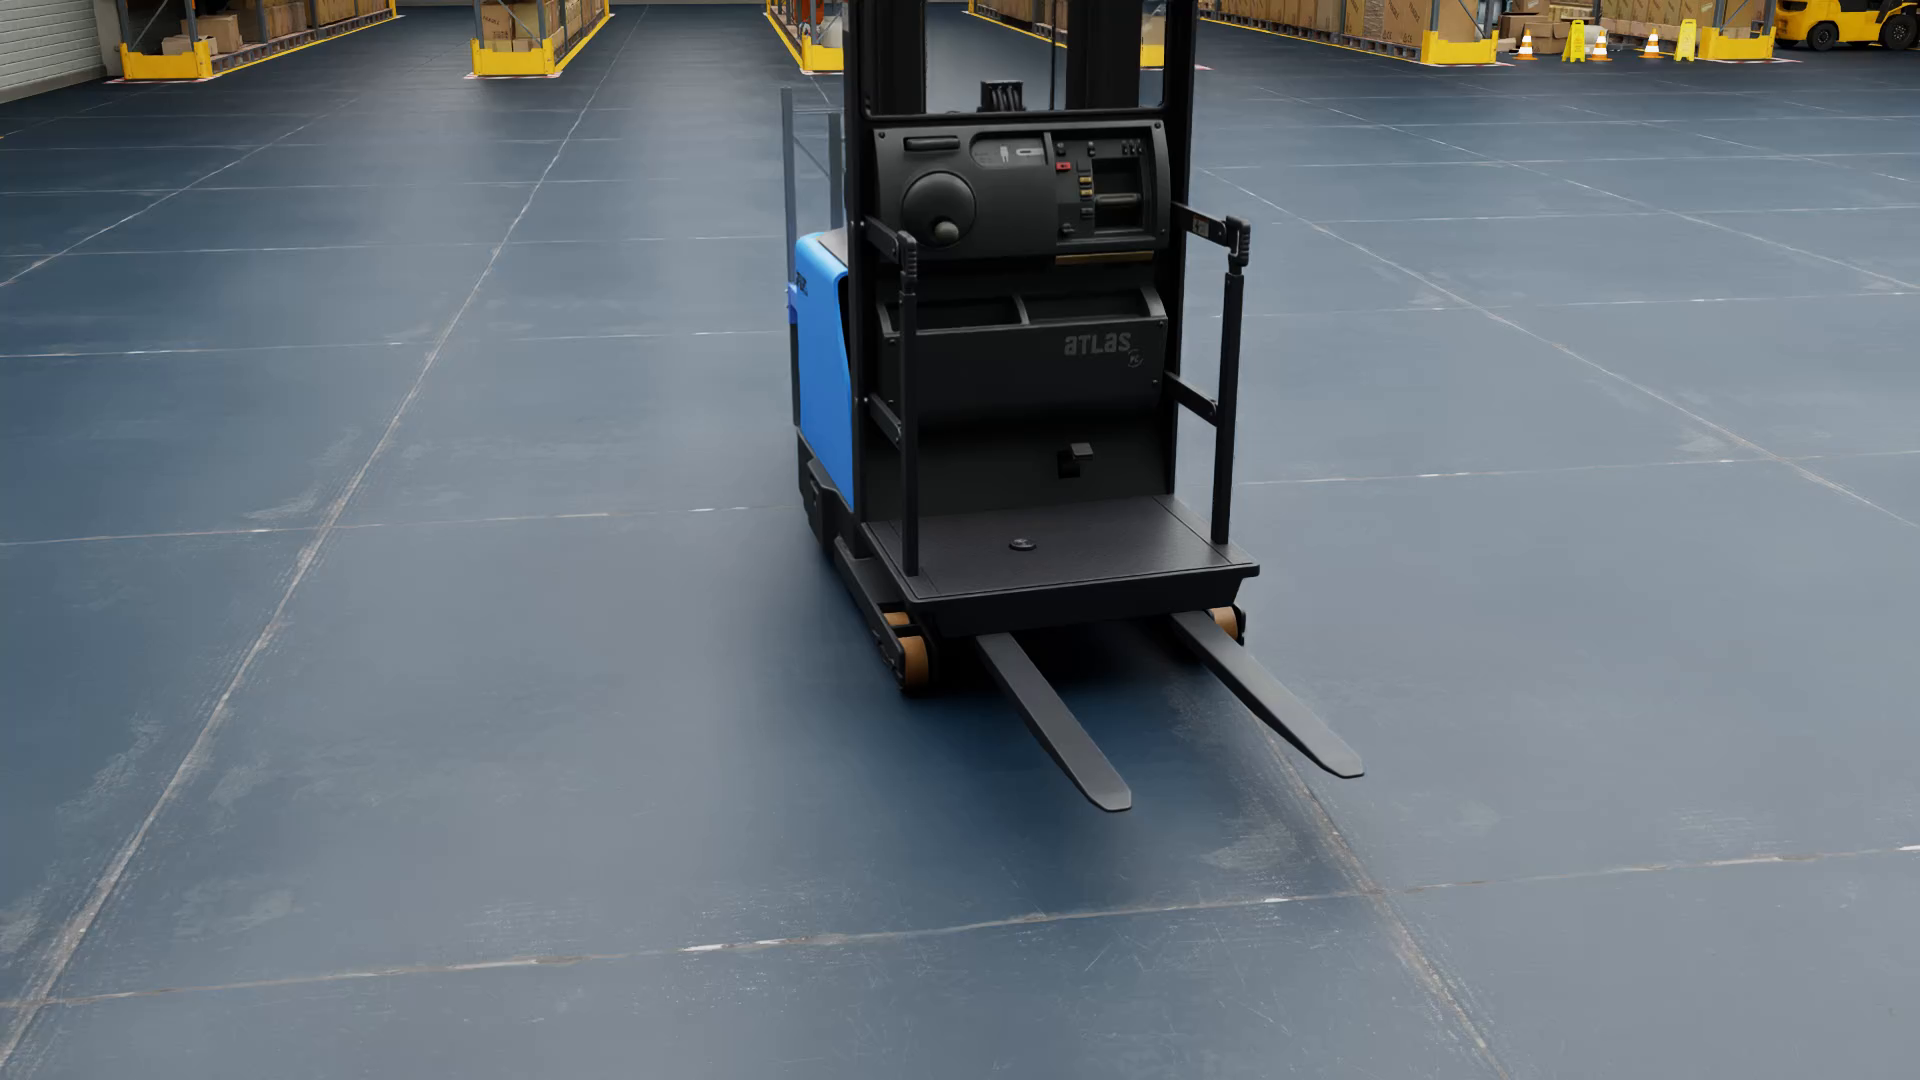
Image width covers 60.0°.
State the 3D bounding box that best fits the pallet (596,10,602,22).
[{"bbox_3d":[-8.692,-11.924,37.839,1.003,0.211,1.213,-3,21,-8],"label":"pallet"}]

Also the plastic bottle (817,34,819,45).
[{"bbox_3d":[-2.390,-8.321,27.579,0.097,0.201,0.097,0,20,0],"label":"plastic bottle"}]

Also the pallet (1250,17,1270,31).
[{"bbox_3d":[6.776,-10.862,34.996,1.003,0.211,1.213,-3,21,-8],"label":"pallet"}]

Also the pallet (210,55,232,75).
[{"bbox_3d":[-11.680,-7.166,25.101,1.003,0.211,1.213,-3,21,-8],"label":"pallet"}]

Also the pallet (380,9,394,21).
[{"bbox_3d":[-13.700,-12.123,38.374,1.003,0.211,1.213,-3,21,-8],"label":"pallet"}]

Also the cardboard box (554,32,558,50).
[{"bbox_3d":[-6.757,-8.039,26.783,0.500,0.250,0.500,-3,21,-8],"label":"cardboard box"}]

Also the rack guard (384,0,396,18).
[{"bbox_3d":[-13.897,-12.540,39.077,1.175,0.500,0.348,-3,21,-8],"label":"rack guard"}]

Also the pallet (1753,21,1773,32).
[{"bbox_3d":[16.935,-10.419,33.810,1.003,0.211,1.213,-3,21,-8],"label":"pallet"}]

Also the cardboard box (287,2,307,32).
[{"bbox_3d":[-12.585,-9.721,30.901,0.700,0.500,0.500,-3,21,-7],"label":"cardboard box"}]

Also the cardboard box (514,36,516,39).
[{"bbox_3d":[-7.139,-7.666,25.784,0.500,0.250,0.500,-3,21,-8],"label":"cardboard box"}]

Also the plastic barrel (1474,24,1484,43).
[{"bbox_3d":[9.146,-8.990,29.682,0.512,0.421,0.421,12,24,30],"label":"plastic barrel"}]

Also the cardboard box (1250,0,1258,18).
[{"bbox_3d":[6.463,-11.318,35.204,0.500,0.500,0.500,-2,21,-6],"label":"cardboard box"}]

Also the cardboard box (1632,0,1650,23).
[{"bbox_3d":[12.328,-9.475,29.555,0.500,0.500,0.500,-2,21,-5],"label":"cardboard box"}]

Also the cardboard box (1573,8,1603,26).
[{"bbox_3d":[12.270,-9.944,31.710,0.950,0.372,0.625,-3,21,-7],"label":"cardboard box"}]

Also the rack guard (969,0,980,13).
[{"bbox_3d":[0.808,-13.289,41.083,1.175,0.500,0.348,-3,21,-8],"label":"rack guard"}]

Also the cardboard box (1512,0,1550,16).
[{"bbox_3d":[10.591,-9.881,30.874,0.500,0.500,0.500,-3,21,-8],"label":"cardboard box"}]

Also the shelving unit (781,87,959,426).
[{"bbox_3d":[-0.386,-1.085,6.977,0.538,1.500,1.048,-6,21,-15],"label":"shelving unit"}]

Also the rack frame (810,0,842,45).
[{"bbox_3d":[-1.783,-8.663,25.123,1.000,3.000,0.127,-3,21,-8],"label":"rack frame"}]

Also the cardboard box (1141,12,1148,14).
[{"bbox_3d":[2.853,-8.578,27.869,0.500,0.500,0.500,-1,21,-3],"label":"cardboard box"}]

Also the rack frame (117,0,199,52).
[{"bbox_3d":[-11.587,-8.163,23.785,1.000,3.000,0.127,-3,21,-8],"label":"rack frame"}]

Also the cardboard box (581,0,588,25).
[{"bbox_3d":[-7.621,-10.391,32.694,0.500,0.500,0.500,-2,21,-5],"label":"cardboard box"}]

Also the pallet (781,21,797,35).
[{"bbox_3d":[-3.091,-10.397,33.752,1.003,0.211,1.213,-3,21,-8],"label":"pallet"}]

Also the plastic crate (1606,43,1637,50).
[{"bbox_3d":[11.763,-8.845,29.782,0.402,0.080,0.583,-11,23,-26],"label":"plastic crate"}]

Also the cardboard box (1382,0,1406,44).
[{"bbox_3d":[7.749,-8.865,28.101,0.875,0.875,0.875,-3,21,-9],"label":"cardboard box"}]

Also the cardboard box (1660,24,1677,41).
[{"bbox_3d":[12.475,-8.767,28.732,0.500,0.250,0.500,-3,21,-8],"label":"cardboard box"}]

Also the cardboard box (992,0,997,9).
[{"bbox_3d":[1.243,-12.813,38.671,0.875,0.875,0.875,-3,21,-8],"label":"cardboard box"}]

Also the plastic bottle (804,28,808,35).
[{"bbox_3d":[-2.517,-8.250,27.270,0.061,0.283,0.133,-2,21,-6],"label":"plastic bottle"}]

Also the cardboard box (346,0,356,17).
[{"bbox_3d":[-13.094,-11.289,34.627,0.750,0.750,0.750,-3,21,-7],"label":"cardboard box"}]

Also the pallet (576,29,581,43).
[{"bbox_3d":[-7.758,-9.591,31.593,1.003,0.211,1.213,-3,21,-8],"label":"pallet"}]

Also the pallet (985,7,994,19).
[{"bbox_3d":[1.177,-12.451,39.252,1.003,0.211,1.213,-3,21,-8],"label":"pallet"}]

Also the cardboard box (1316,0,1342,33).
[{"bbox_3d":[7.286,-9.866,30.959,1.050,0.750,0.750,-3,21,-8],"label":"cardboard box"}]

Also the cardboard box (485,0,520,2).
[{"bbox_3d":[-7.287,-8.363,26.579,0.500,0.500,0.500,-3,21,-8],"label":"cardboard box"}]

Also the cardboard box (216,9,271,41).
[{"bbox_3d":[-12.286,-8.837,28.533,0.700,0.500,0.500,-2,21,-6],"label":"cardboard box"}]

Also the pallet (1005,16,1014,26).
[{"bbox_3d":[1.574,-11.498,36.698,1.003,0.211,1.213,-3,21,-8],"label":"pallet"}]

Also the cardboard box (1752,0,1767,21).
[{"bbox_3d":[16.861,-11.076,34.377,0.875,0.625,0.625,-2,21,-6],"label":"cardboard box"}]

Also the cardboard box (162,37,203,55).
[{"bbox_3d":[-11.597,-7.354,24.832,0.500,0.311,0.500,-5,21,-14],"label":"cardboard box"}]

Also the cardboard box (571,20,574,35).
[{"bbox_3d":[-7.225,-9.216,29.934,0.500,0.250,0.500,-4,21,-9],"label":"cardboard box"}]

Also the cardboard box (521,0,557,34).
[{"bbox_3d":[-6.756,-8.390,26.652,0.500,0.500,0.500,-3,21,-8],"label":"cardboard box"}]

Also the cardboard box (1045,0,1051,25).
[{"bbox_3d":[2.081,-10.486,32.950,0.700,0.500,0.500,-4,21,-11],"label":"cardboard box"}]

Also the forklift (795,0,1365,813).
[{"bbox_3d":[0.257,-1.072,4.898,1.130,2.935,3.031,-6,21,-15],"label":"forklift"}]

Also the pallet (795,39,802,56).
[{"bbox_3d":[-2.304,-8.507,28.690,1.003,0.211,1.213,-3,21,-8],"label":"pallet"}]

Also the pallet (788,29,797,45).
[{"bbox_3d":[-2.690,-9.435,31.175,1.003,0.211,1.213,-3,21,-8],"label":"pallet"}]

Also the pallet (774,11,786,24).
[{"bbox_3d":[-3.657,-11.764,37.411,1.003,0.211,1.213,-3,21,-8],"label":"pallet"}]

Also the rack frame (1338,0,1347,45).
[{"bbox_3d":[7.464,-10.513,30.076,1.000,3.000,0.127,-3,21,-8],"label":"rack frame"}]

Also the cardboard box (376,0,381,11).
[{"bbox_3d":[-13.621,-12.318,37.882,0.700,0.500,0.500,-3,21,-8],"label":"cardboard box"}]

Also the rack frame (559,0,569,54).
[{"bbox_3d":[-7.262,-9.799,28.165,1.000,3.000,0.127,-3,21,-8],"label":"rack frame"}]

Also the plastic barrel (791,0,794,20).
[{"bbox_3d":[-3.187,-11.059,34.385,0.600,0.588,0.708,-3,21,-8],"label":"plastic barrel"}]

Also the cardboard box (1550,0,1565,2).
[{"bbox_3d":[15.524,-14.014,42.419,0.797,0.503,0.637,-4,21,-10],"label":"cardboard box"}]

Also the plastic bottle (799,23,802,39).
[{"bbox_3d":[-2.748,-8.843,28.876,0.097,0.271,0.097,0,20,0],"label":"plastic bottle"}]

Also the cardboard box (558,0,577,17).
[{"bbox_3d":[-7.368,-9.832,30.781,0.500,0.311,0.500,-3,21,-8],"label":"cardboard box"}]

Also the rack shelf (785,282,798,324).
[{"bbox_3d":[-0.386,-0.916,7.040,0.538,0.185,1.000,-6,21,-15],"label":"rack shelf"}]

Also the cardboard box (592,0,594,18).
[{"bbox_3d":[-7.997,-11.276,35.064,0.500,0.500,0.500,-3,21,-8],"label":"cardboard box"}]

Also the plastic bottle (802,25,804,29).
[{"bbox_3d":[-2.644,-8.556,28.091,0.061,0.283,0.133,-2,21,-5],"label":"plastic bottle"}]

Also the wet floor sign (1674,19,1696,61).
[{"bbox_3d":[11.893,-8.190,27.221,0.267,0.644,0.232,4,21,11],"label":"wet floor sign"}]

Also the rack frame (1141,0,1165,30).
[{"bbox_3d":[3.118,-8.912,25.791,1.000,3.000,0.127,-3,21,-8],"label":"rack frame"}]
